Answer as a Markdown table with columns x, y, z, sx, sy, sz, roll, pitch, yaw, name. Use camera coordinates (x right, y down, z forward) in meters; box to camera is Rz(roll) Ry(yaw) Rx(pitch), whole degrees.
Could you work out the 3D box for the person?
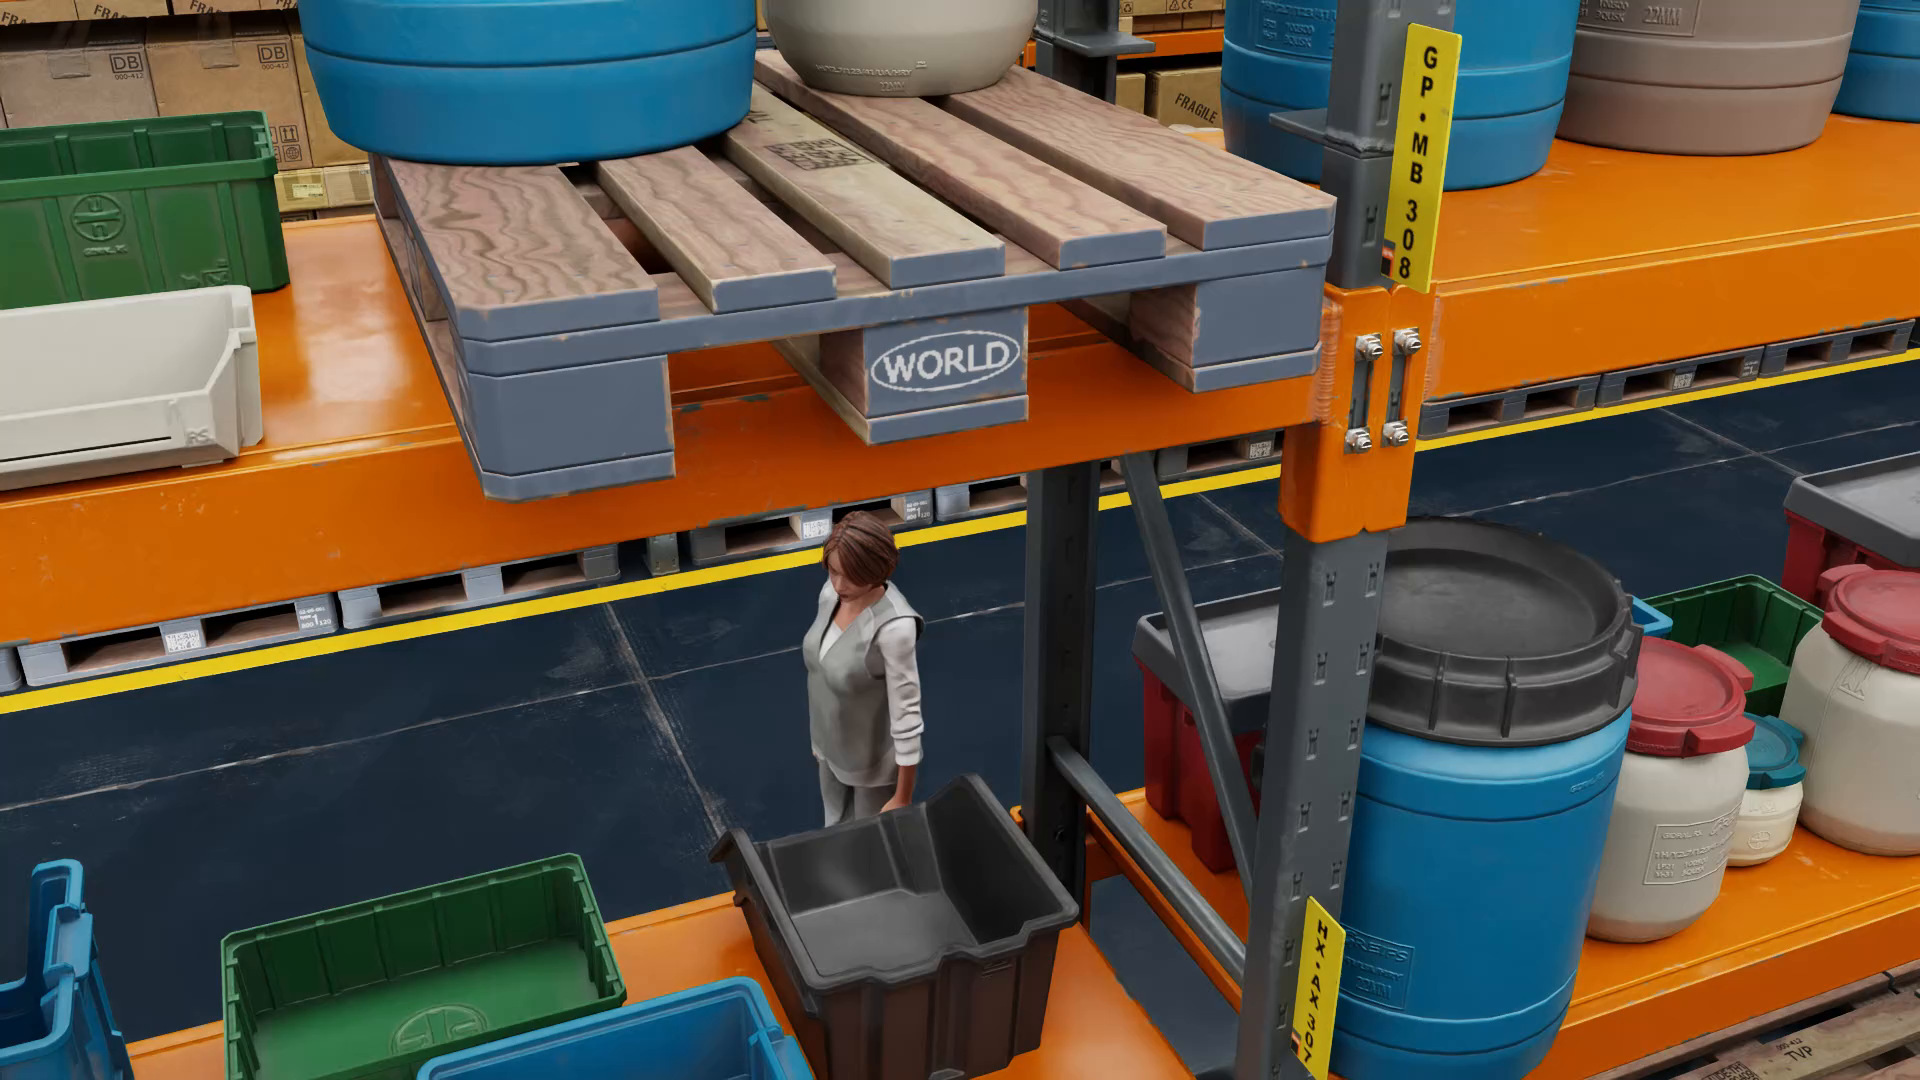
| x | y | z | sx | sy | sz | roll | pitch | yaw | name |
| --- | --- | --- | --- | --- | --- | --- | --- | --- | --- |
| -0.270 | 0.648 | 4.788 | 0.318 | 1.611 | 0.519 | -15 | 30 | -28 | person |
